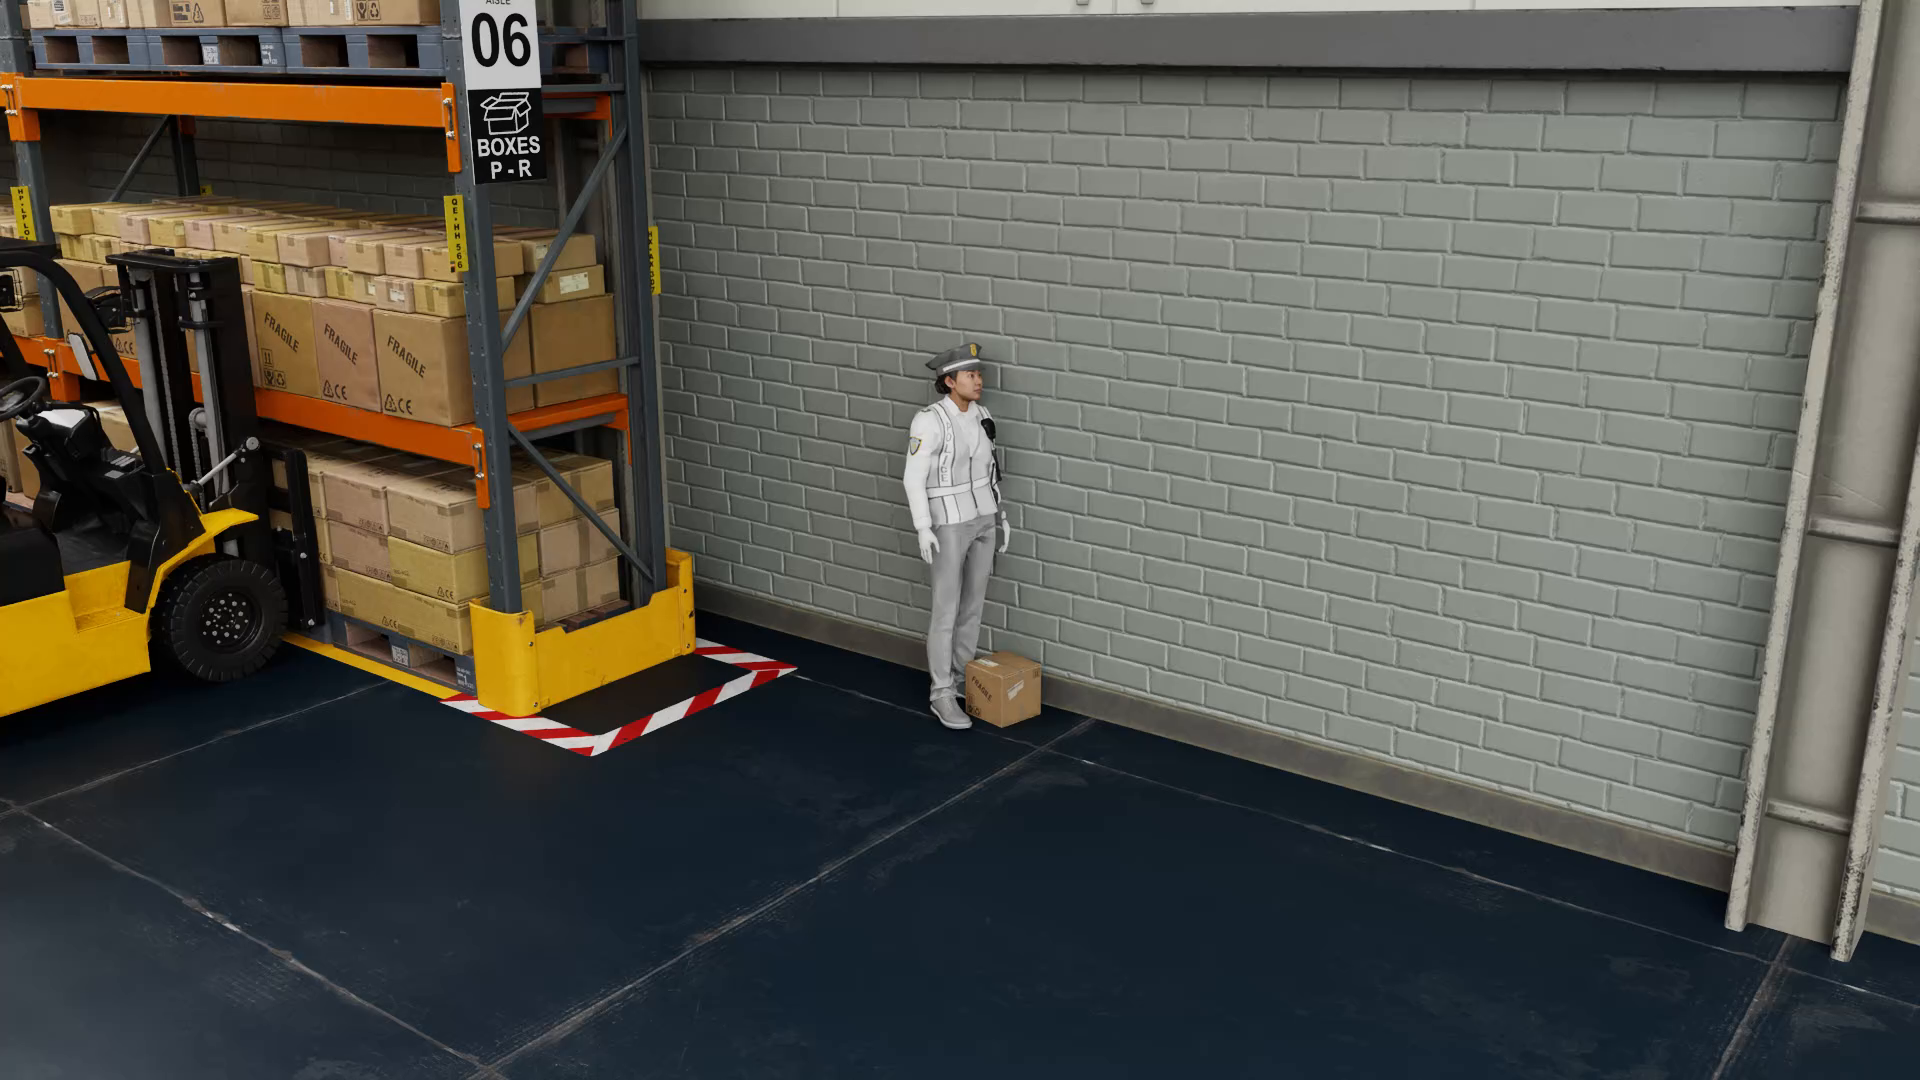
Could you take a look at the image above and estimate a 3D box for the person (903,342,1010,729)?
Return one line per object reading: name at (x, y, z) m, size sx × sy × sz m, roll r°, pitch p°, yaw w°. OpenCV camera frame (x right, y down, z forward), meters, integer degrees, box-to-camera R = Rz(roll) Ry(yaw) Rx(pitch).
person at (0.044, -0.051, 7.621) m, size 0.586 × 1.695 × 0.533 m, roll -14°, pitch 21°, yaw -38°
